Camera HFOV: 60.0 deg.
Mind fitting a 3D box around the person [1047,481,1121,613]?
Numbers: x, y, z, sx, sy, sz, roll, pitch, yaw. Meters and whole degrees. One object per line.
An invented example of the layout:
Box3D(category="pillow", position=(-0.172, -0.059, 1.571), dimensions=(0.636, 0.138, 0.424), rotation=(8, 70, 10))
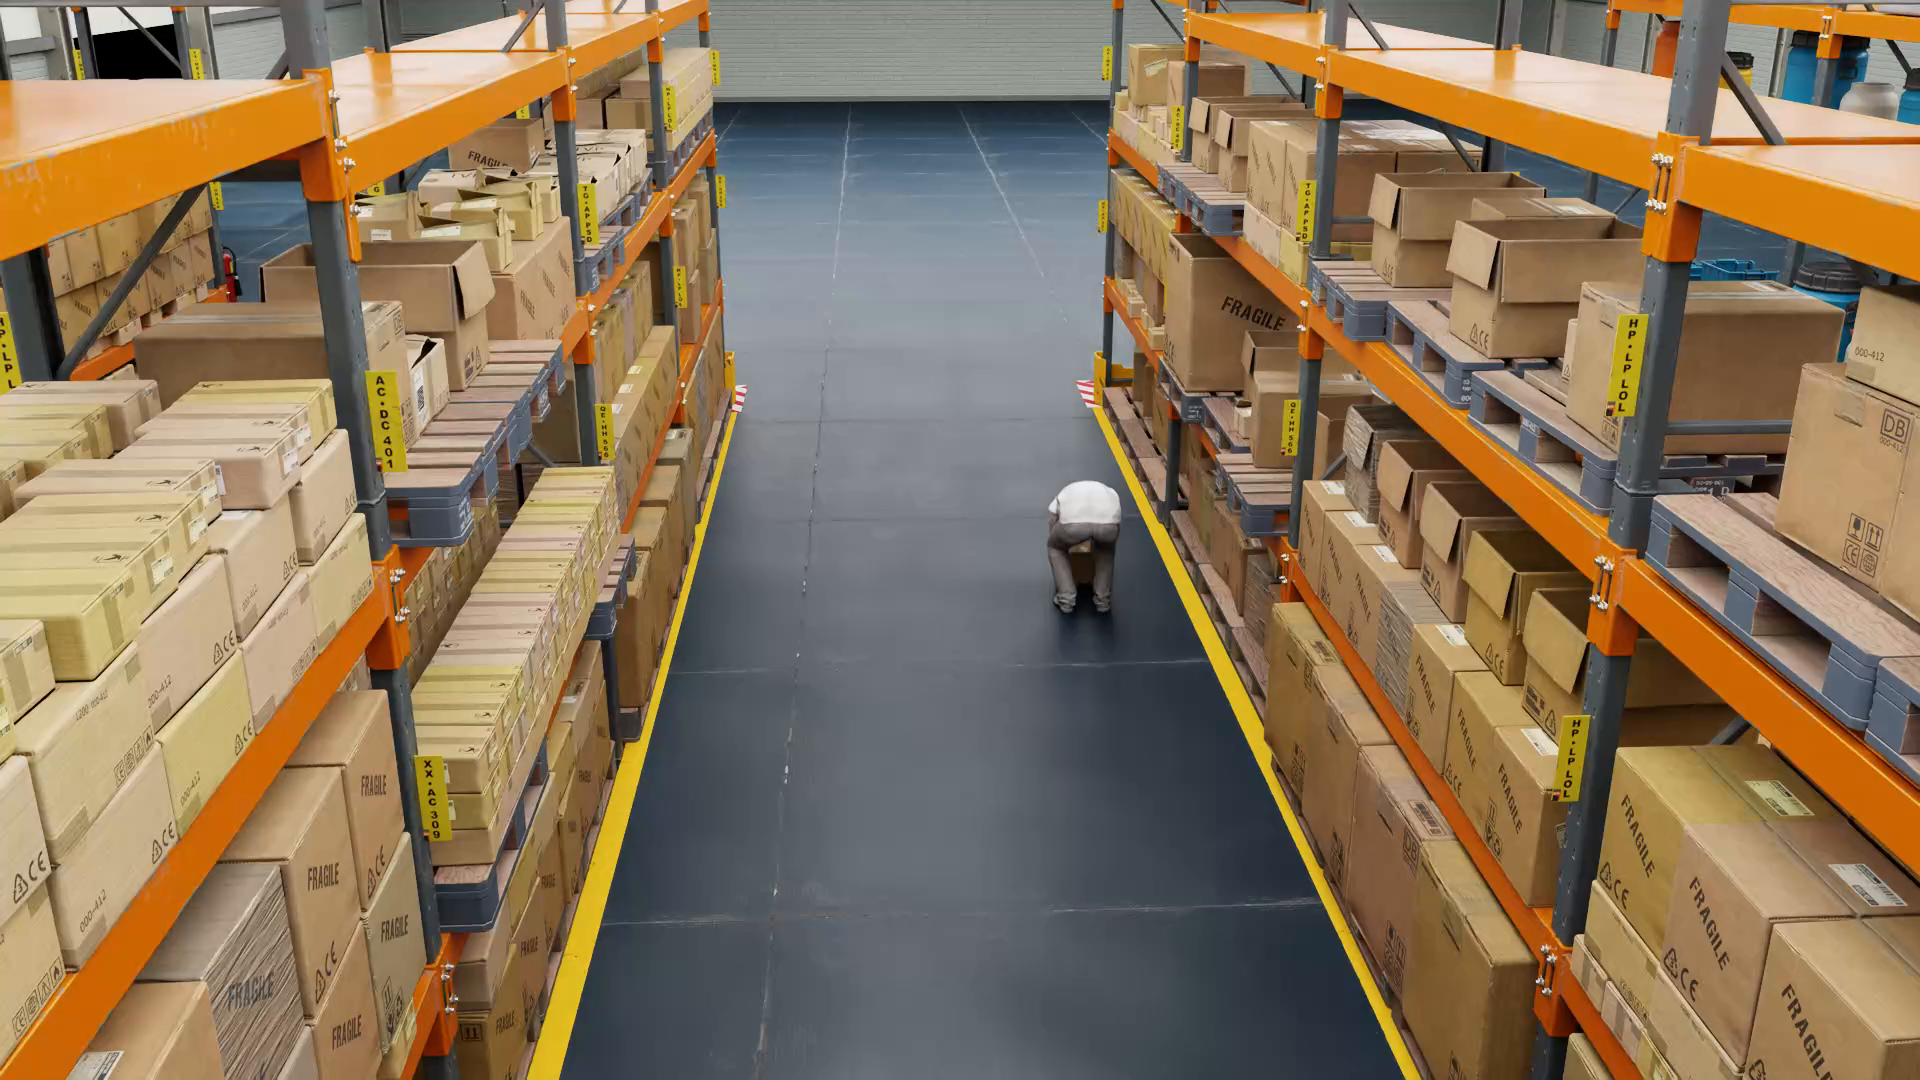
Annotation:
Box3D(category="person", position=(0.889, -0.027, 12.281), dimensions=(0.513, 0.960, 0.996), rotation=(-2, 20, -6))
